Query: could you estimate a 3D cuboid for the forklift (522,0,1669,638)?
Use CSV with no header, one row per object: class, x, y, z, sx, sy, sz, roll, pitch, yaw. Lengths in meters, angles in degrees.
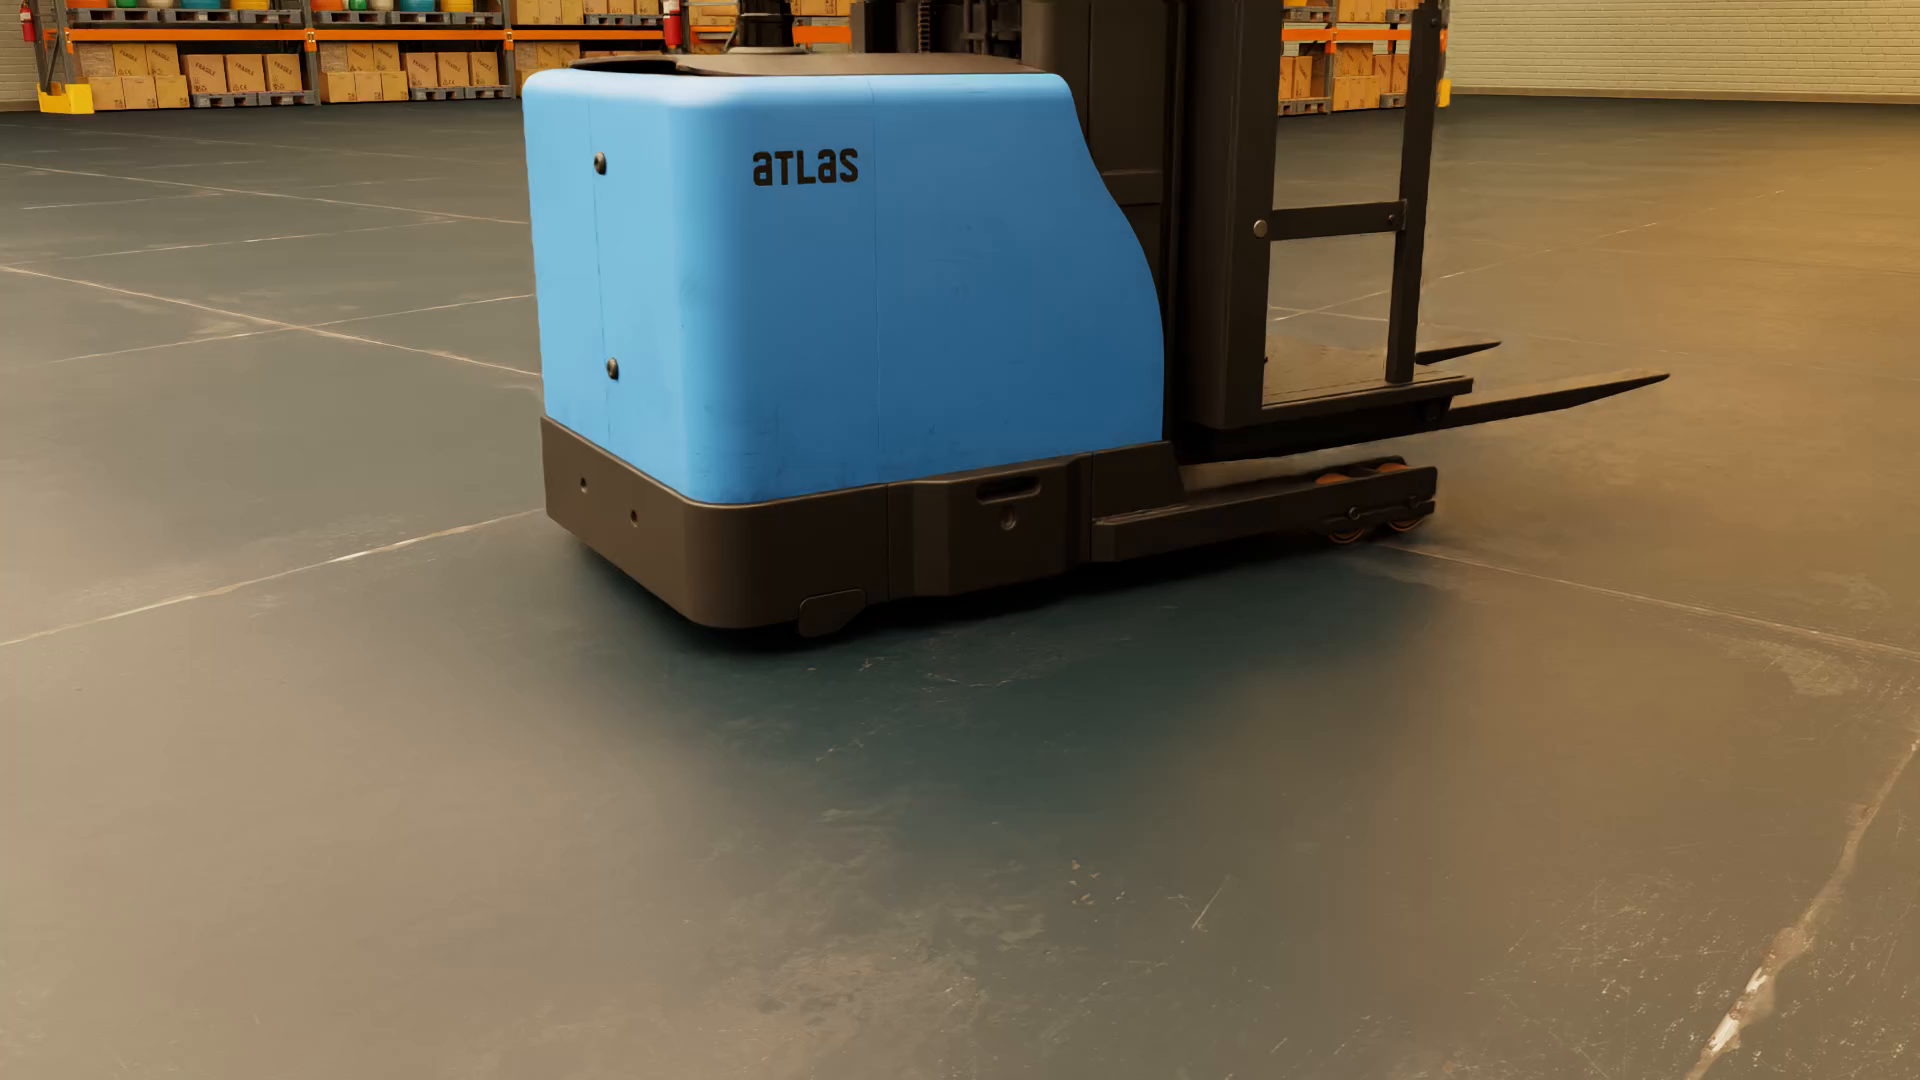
forklift,0.554,-1.513,3.880,3.031,2.935,1.130,-10,20,-30
